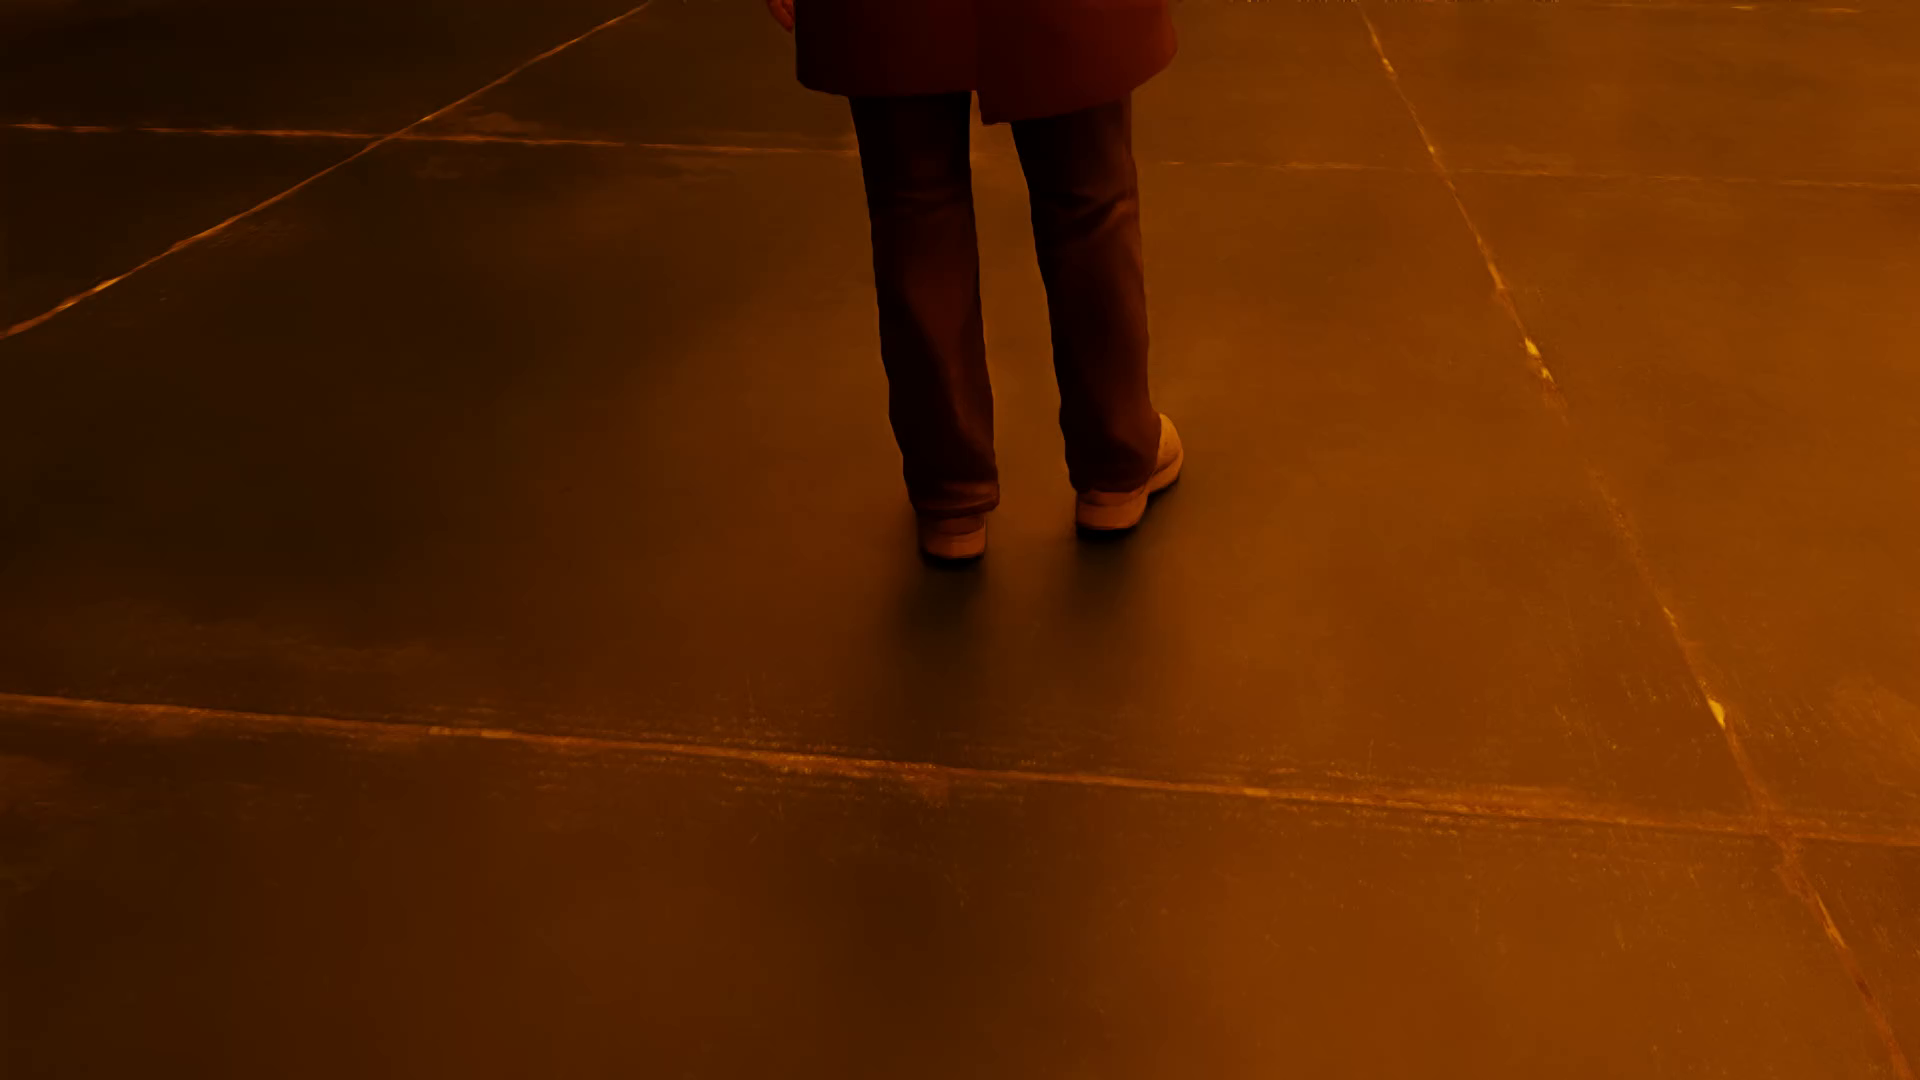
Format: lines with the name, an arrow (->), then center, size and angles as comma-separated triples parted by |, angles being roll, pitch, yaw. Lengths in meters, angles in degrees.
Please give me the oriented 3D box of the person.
person -> 0.017, -0.842, 2.180 | 0.694, 1.776, 0.580 | 3, 27, 7
